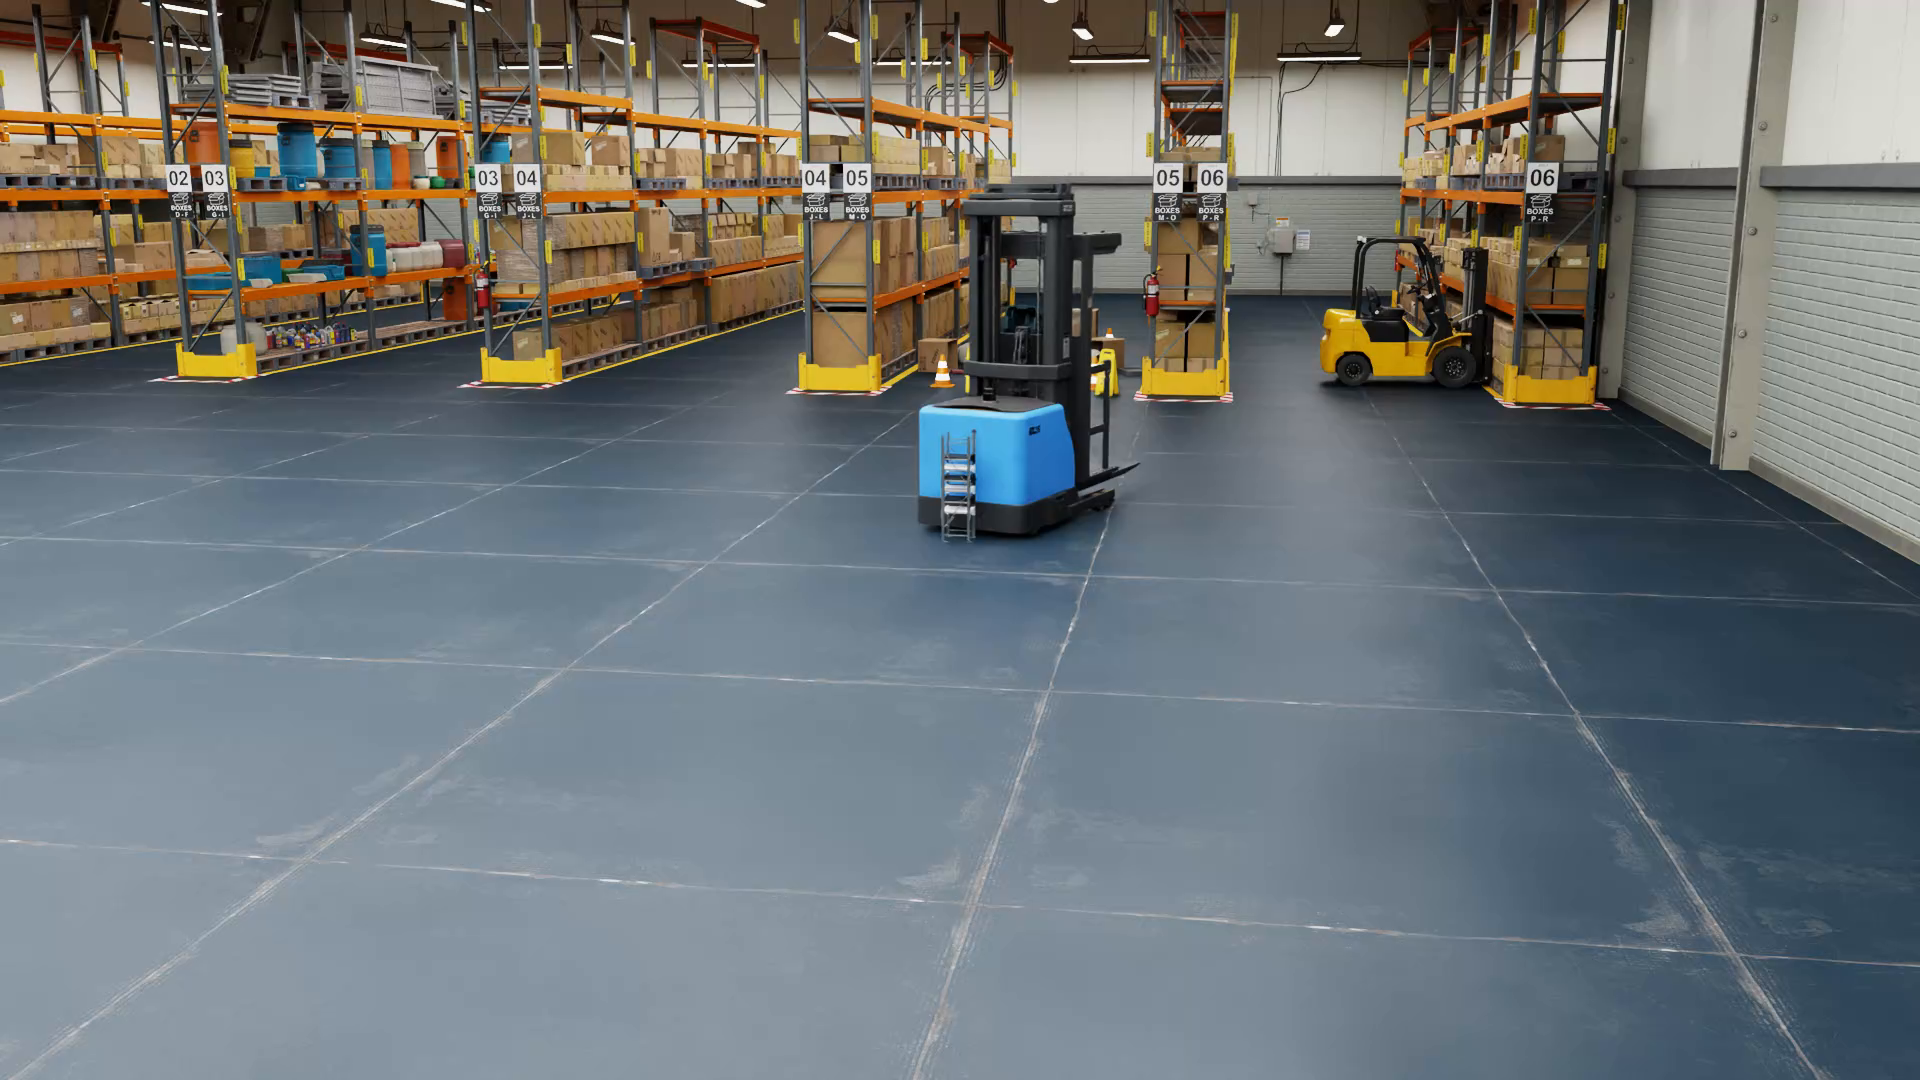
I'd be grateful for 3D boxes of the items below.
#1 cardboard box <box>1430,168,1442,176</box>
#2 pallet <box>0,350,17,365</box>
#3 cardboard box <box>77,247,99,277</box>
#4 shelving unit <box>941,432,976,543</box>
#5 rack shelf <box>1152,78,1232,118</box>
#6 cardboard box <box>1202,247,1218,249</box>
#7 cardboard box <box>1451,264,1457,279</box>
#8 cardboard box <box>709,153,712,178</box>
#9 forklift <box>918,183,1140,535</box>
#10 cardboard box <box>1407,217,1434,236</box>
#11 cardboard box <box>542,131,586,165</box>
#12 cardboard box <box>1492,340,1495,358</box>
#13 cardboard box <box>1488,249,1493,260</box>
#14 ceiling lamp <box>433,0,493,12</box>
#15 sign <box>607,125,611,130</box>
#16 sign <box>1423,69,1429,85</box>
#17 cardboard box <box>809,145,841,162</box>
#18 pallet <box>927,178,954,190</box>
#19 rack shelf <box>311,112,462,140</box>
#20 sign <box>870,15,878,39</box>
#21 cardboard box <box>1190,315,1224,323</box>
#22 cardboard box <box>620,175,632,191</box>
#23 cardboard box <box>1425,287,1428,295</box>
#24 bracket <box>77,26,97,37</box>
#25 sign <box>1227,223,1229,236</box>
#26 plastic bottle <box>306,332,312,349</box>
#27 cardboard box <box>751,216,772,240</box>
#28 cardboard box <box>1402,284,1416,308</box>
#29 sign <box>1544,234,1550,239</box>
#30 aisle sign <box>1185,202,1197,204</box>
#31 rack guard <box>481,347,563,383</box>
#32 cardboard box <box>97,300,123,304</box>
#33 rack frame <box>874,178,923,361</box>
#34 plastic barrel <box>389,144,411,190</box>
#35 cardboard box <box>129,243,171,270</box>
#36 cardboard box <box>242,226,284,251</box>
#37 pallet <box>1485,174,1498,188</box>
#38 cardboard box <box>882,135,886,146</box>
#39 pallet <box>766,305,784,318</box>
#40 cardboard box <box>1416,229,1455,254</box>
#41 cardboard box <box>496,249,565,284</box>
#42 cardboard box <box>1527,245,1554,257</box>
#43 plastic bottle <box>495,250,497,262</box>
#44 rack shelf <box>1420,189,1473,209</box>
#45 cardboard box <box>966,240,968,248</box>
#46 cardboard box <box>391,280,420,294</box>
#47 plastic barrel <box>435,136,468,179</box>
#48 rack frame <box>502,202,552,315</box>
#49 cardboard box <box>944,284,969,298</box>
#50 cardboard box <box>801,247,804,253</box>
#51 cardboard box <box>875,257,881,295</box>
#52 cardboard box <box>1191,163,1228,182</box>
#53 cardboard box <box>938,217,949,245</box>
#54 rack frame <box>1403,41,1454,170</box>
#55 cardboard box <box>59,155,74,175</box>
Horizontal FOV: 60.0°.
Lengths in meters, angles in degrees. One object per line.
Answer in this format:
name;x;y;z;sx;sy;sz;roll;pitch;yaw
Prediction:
cardboard box;9.268;-7.098;32.051;0.380;0.149;0.250;2;12;10
pallet;-16.336;-2.973;27.286;1.003;0.211;1.213;2;12;9
cardboard box;-15.859;-4.964;29.671;0.700;0.500;0.500;2;12;7
shelving unit;-0.012;-0.439;13.892;0.258;0.900;0.210;3;12;13
rack shelf;3.475;-6.528;24.641;1.077;0.370;4.000;2;12;9
cardboard box;3.813;-4.243;25.620;0.500;0.500;0.500;2;12;10
cardboard box;8.839;-4.668;28.890;0.500;0.250;0.500;1;12;7
cardboard box;-5.326;-7.551;33.558;0.500;0.500;0.500;3;12;12
forklift;0.780;-1.738;15.103;1.130;2.935;3.031;6;14;28
cardboard box;9.967;-6.744;36.036;0.500;0.500;0.500;2;12;10
cardboard box;-6.129;-6.059;25.738;0.500;0.500;0.500;2;12;8
cardboard box;7.985;-2.802;24.217;0.500;0.250;0.500;2;12;7
cardboard box;8.175;-4.301;25.052;0.380;0.149;0.250;2;12;8
ceiling lamp;-8.158;-10.514;27.565;0.800;3.185;2.000;2;12;9
sign;-8.512;-10.105;40.289;0.100;0.325;0.005;2;12;9
sign;9.385;-9.320;33.474;0.100;0.325;0.005;2;12;9
cardboard box;-1.940;-5.575;24.040;0.500;0.250;0.500;2;12;9
pallet;-0.724;-6.343;29.632;1.003;0.211;1.213;2;12;11
rack shelf;-10.596;-7.649;30.781;1.077;0.370;4.000;2;12;9
sign;-1.192;-7.119;23.075;0.100;0.325;0.005;2;12;9
cardboard box;3.729;-3.137;25.181;0.500;0.500;0.500;2;12;10
cardboard box;-5.821;-5.976;27.839;0.500;0.250;0.500;2;12;11
cardboard box;9.634;-5.045;33.678;0.380;0.149;0.250;2;12;7
bracket;-19.922;-11.601;37.921;0.235;0.232;0.430;2;12;9
sign;4.936;-5.710;30.806;0.100;0.325;0.005;2;12;9
plastic bottle;-10.879;-3.334;27.776;0.097;0.271;0.097;0;12;0
cardboard box;-4.453;-6.882;36.675;0.500;0.500;0.500;2;12;9
cardboard box;10.176;-5.386;36.800;0.700;0.500;0.500;2;12;11
sign;9.237;-4.649;26.204;0.100;0.325;0.005;2;12;9
aisle sign;5.353;-8.158;38.559;0.394;0.787;0.004;2;12;9
rack guard;-6.613;-2.647;25.091;1.175;0.500;0.348;2;12;9
cardboard box;-15.944;-4.345;31.235;0.500;0.311;0.500;2;12;10
rack frame;-1.124;-4.505;27.775;1.000;3.000;0.127;2;12;9
plastic barrel;-10.729;-7.056;31.473;0.600;0.830;0.708;2;12;9
cardboard box;-15.505;-5.430;31.833;0.500;0.500;0.500;2;12;9
cardboard box;-14.867;-6.414;35.400;0.700;0.500;0.500;4;13;19
pallet;8.583;-5.450;25.251;1.003;0.211;1.213;2;12;9
cardboard box;-1.295;-5.824;24.247;0.380;0.149;0.250;2;12;8
pallet;-4.585;-5.144;37.362;1.003;0.211;1.213;2;12;9
cardboard box;9.623;-6.031;33.625;0.700;0.500;0.500;2;12;10
cardboard box;-6.513;-4.161;25.240;0.875;0.500;0.500;2;12;9
cardboard box;7.920;-3.965;22.790;0.380;0.149;0.250;2;12;9
plastic bottle;-9.679;-5.941;34.718;0.061;0.283;0.133;2;12;9
rack shelf;9.611;-6.569;31.941;1.077;0.370;4.000;2;12;9
cardboard box;-0.039;-5.927;33.270;0.380;0.149;0.250;2;12;8
cardboard box;-13.792;-6.378;41.357;0.500;0.500;0.500;2;12;9
plastic barrel;-10.198;-7.679;33.369;0.600;0.830;0.708;2;12;9
rack frame;-9.673;-6.512;37.090;1.000;3.000;0.127;2;12;9
cardboard box;-0.085;-4.928;32.898;0.500;0.250;0.500;2;12;8
cardboard box;-3.931;-6.922;39.591;0.380;0.149;0.250;2;12;9
cardboard box;-1.664;-3.939;24.795;0.875;0.550;0.550;2;12;9
cardboard box;3.508;-5.167;23.379;0.500;0.250;0.500;2;12;8
cardboard box;-0.587;-5.782;31.091;0.700;0.500;0.500;2;12;8
rack frame;10.534;-9.636;37.345;1.000;3.000;0.127;2;12;9
cardboard box;-19.868;-8.164;36.352;0.700;0.500;0.500;2;12;9
